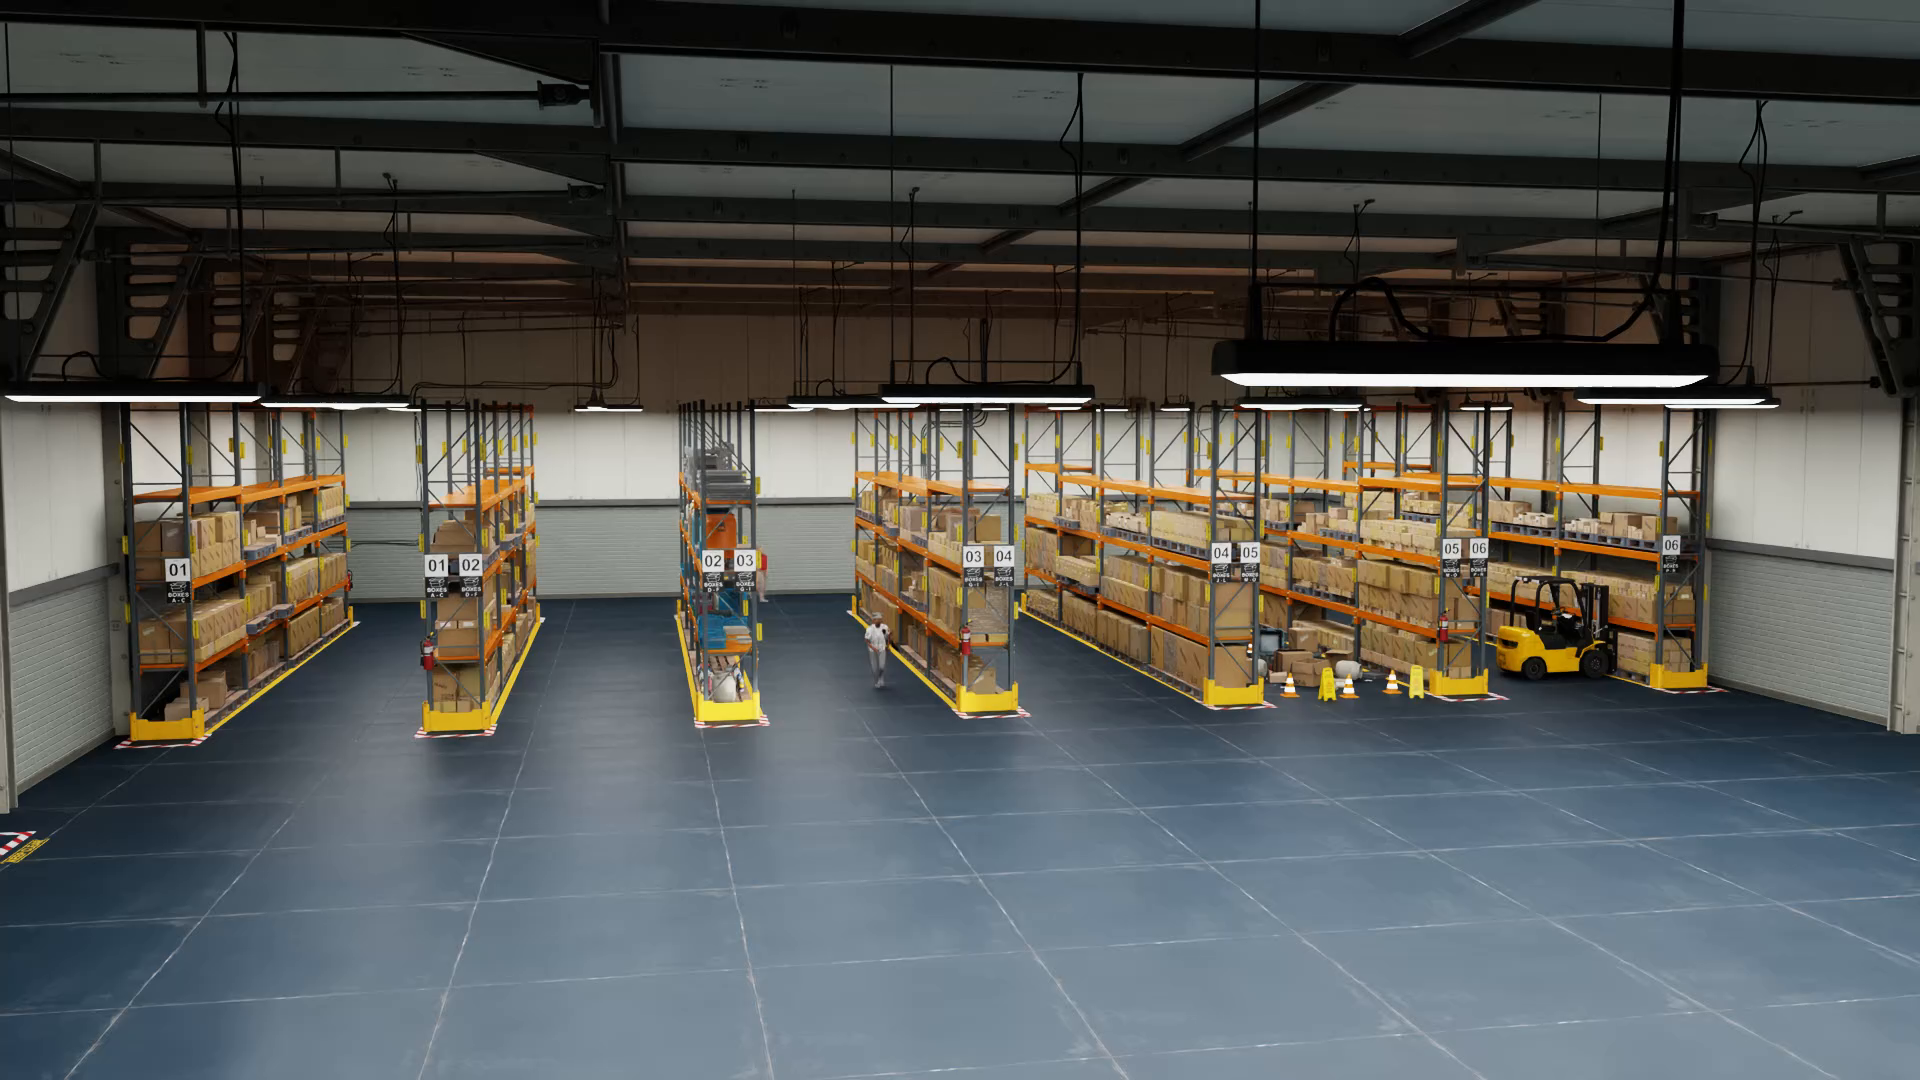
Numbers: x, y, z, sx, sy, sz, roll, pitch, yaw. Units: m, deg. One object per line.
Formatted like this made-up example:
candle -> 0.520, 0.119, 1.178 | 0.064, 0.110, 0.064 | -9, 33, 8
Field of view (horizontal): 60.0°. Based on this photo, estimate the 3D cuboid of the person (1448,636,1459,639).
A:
person -> 11.374, 2.036, 38.187 | 0.518, 1.644, 0.578 | -2, 5, -27

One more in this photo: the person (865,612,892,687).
person -> -1.704, 2.296, 34.738 | 0.567, 1.621, 0.751 | 0, 4, -1

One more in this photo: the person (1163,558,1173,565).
person -> 5.887, 1.279, 47.410 | 0.954, 1.728, 0.629 | 2, 5, 24

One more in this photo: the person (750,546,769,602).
person -> -6.114, 1.031, 50.711 | 0.766, 1.694, 0.534 | 2, 5, 26

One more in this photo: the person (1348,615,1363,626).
person -> 10.732, 1.433, 45.089 | 0.604, 1.789, 0.401 | -4, 6, -44
